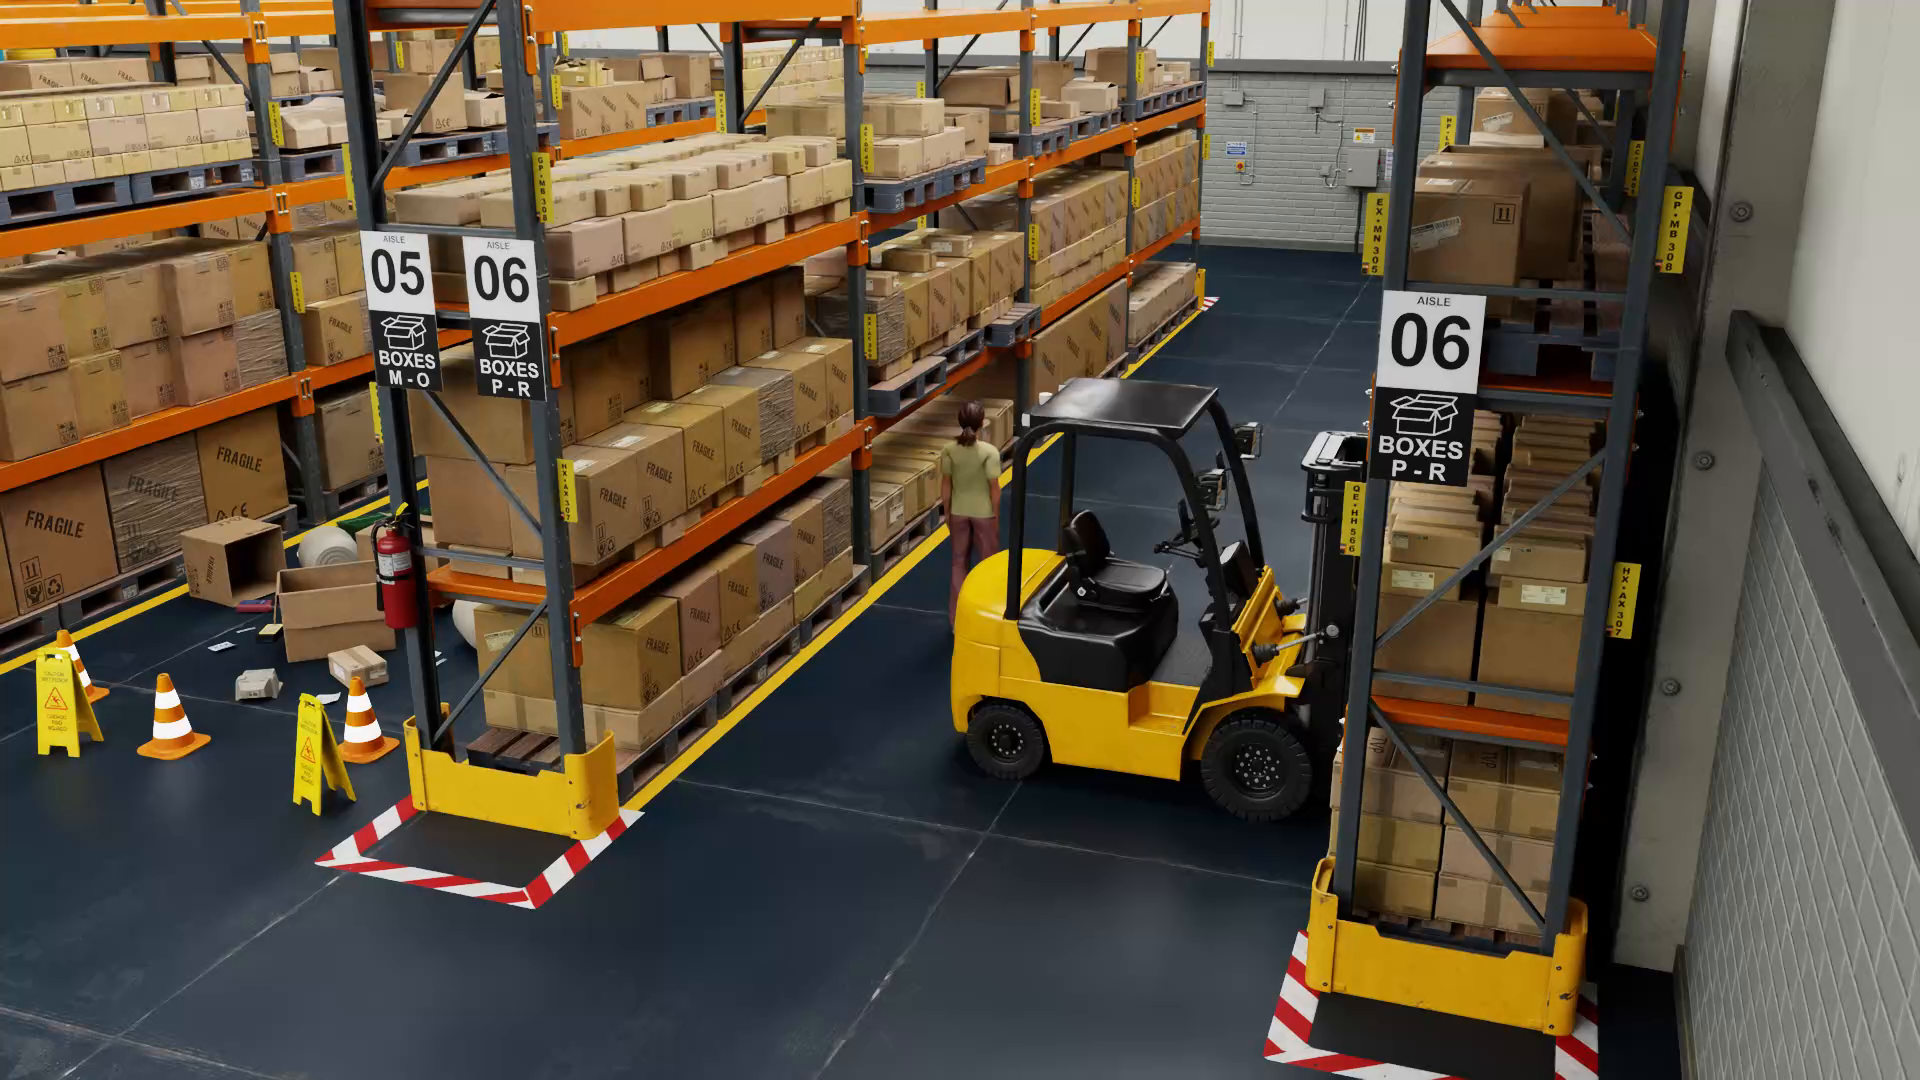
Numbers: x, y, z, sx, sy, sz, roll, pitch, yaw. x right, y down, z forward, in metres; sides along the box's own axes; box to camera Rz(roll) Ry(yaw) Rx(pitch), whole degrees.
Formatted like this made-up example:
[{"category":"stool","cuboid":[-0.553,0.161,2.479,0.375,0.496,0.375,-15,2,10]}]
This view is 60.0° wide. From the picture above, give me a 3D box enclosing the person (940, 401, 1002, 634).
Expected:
[{"category":"person","cuboid":[0.083,-0.142,11.504,0.438,1.675,0.353,6,20,17]}]
